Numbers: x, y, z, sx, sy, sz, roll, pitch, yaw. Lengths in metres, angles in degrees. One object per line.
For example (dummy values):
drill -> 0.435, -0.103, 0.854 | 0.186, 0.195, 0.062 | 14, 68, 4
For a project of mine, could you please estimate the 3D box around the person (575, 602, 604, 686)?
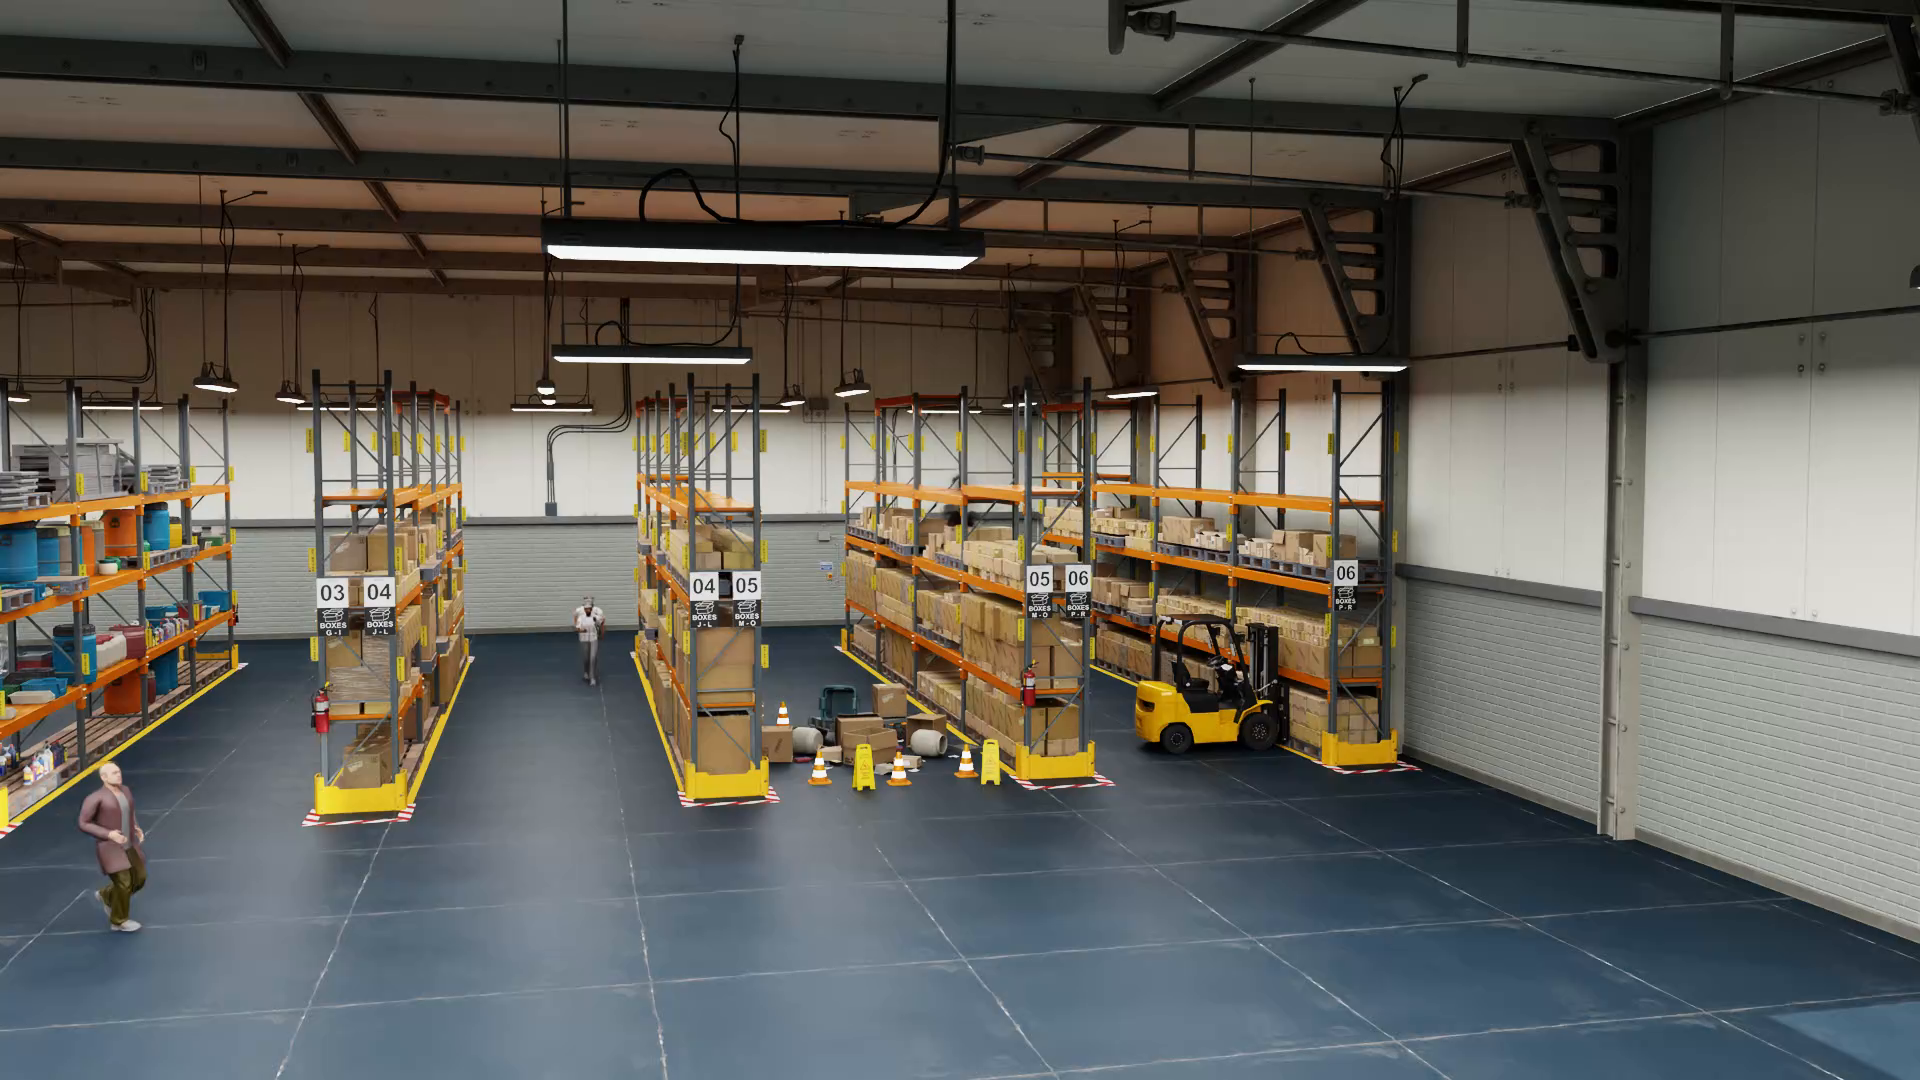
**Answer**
person -> -7.758, 2.148, 34.850 | 0.583, 1.695, 0.935 | -1, 3, -9

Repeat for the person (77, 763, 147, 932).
person -> -8.687, 3.149, 17.051 | 0.637, 1.732, 0.731 | 1, 3, 16

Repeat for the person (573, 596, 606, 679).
person -> -7.987, 2.074, 35.867 | 0.662, 1.791, 1.057 | -1, 3, -17
